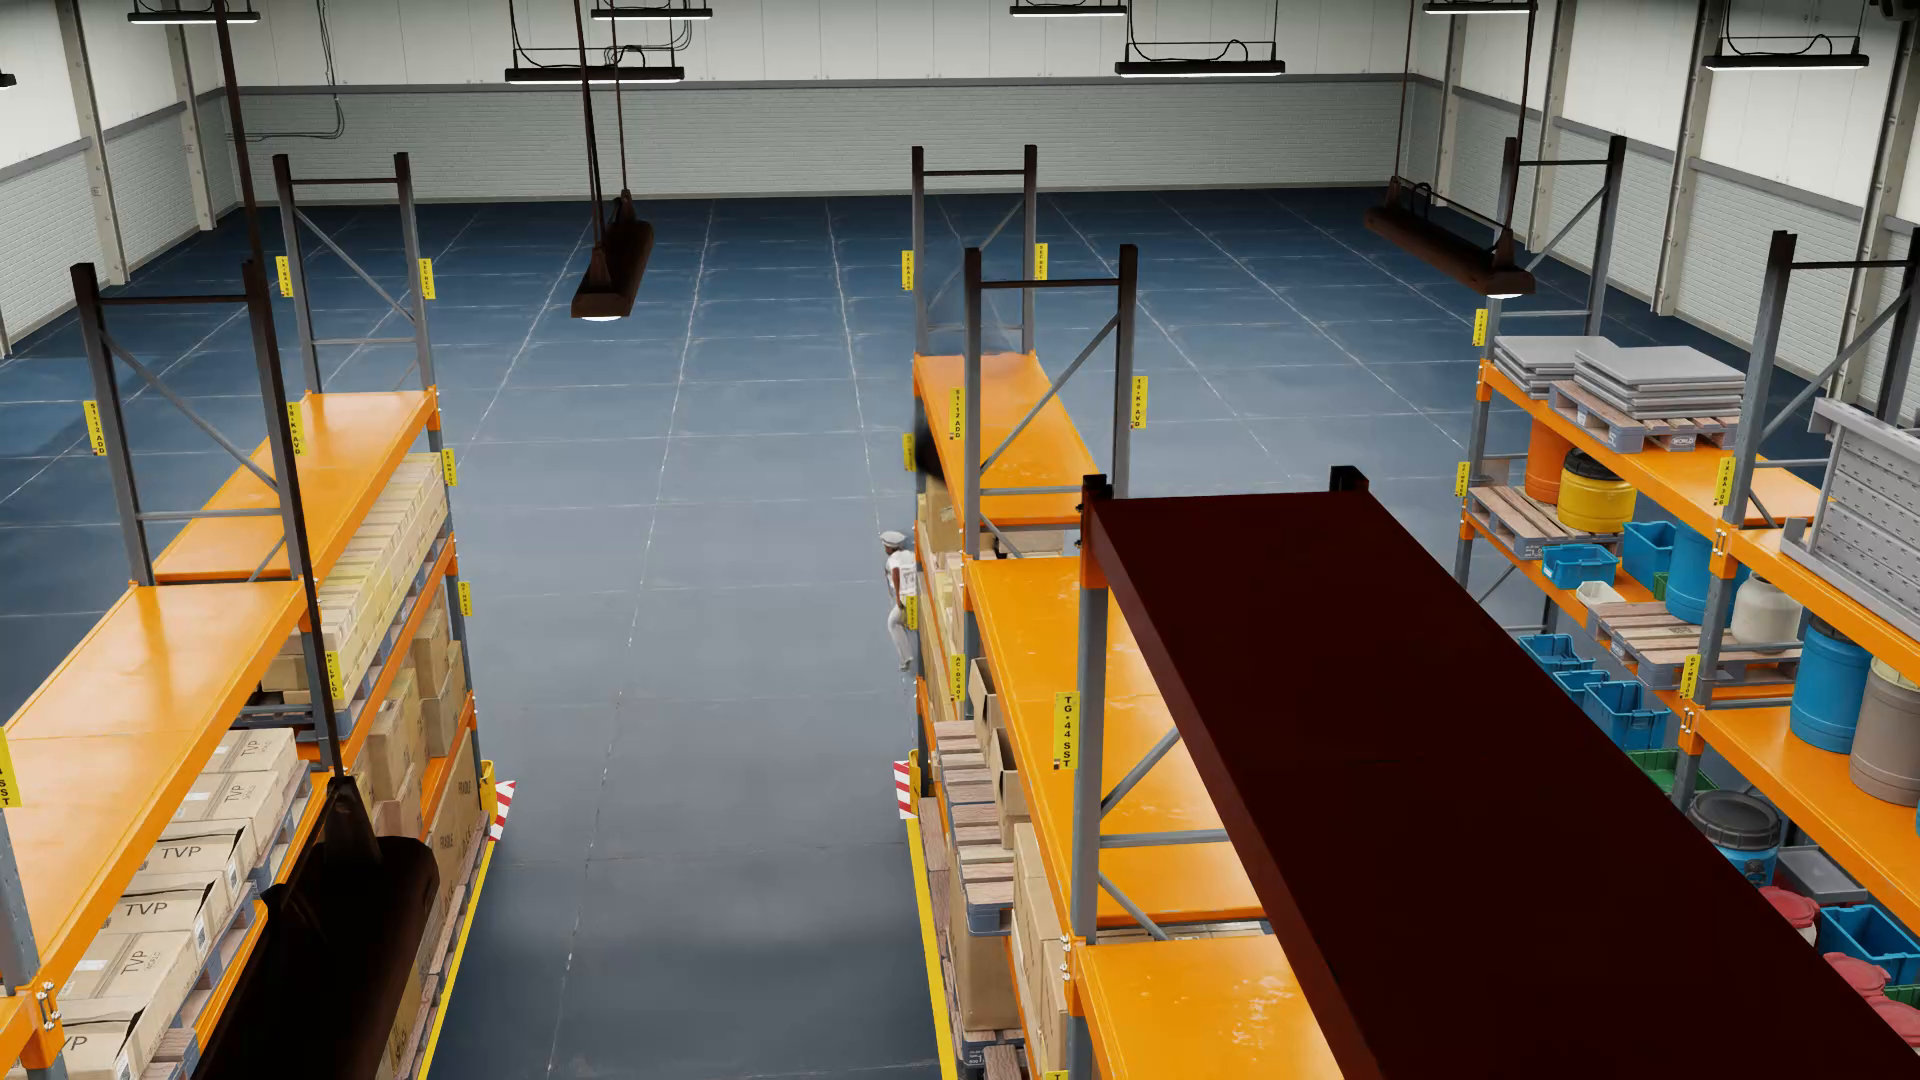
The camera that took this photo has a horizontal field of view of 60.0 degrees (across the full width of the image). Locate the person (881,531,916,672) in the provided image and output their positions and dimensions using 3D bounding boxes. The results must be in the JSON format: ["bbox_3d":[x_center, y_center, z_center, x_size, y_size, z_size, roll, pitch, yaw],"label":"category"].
[{"bbox_3d":[-0.489,0.751,17.712,0.956,1.586,0.573,19,28,39],"label":"person"}]
